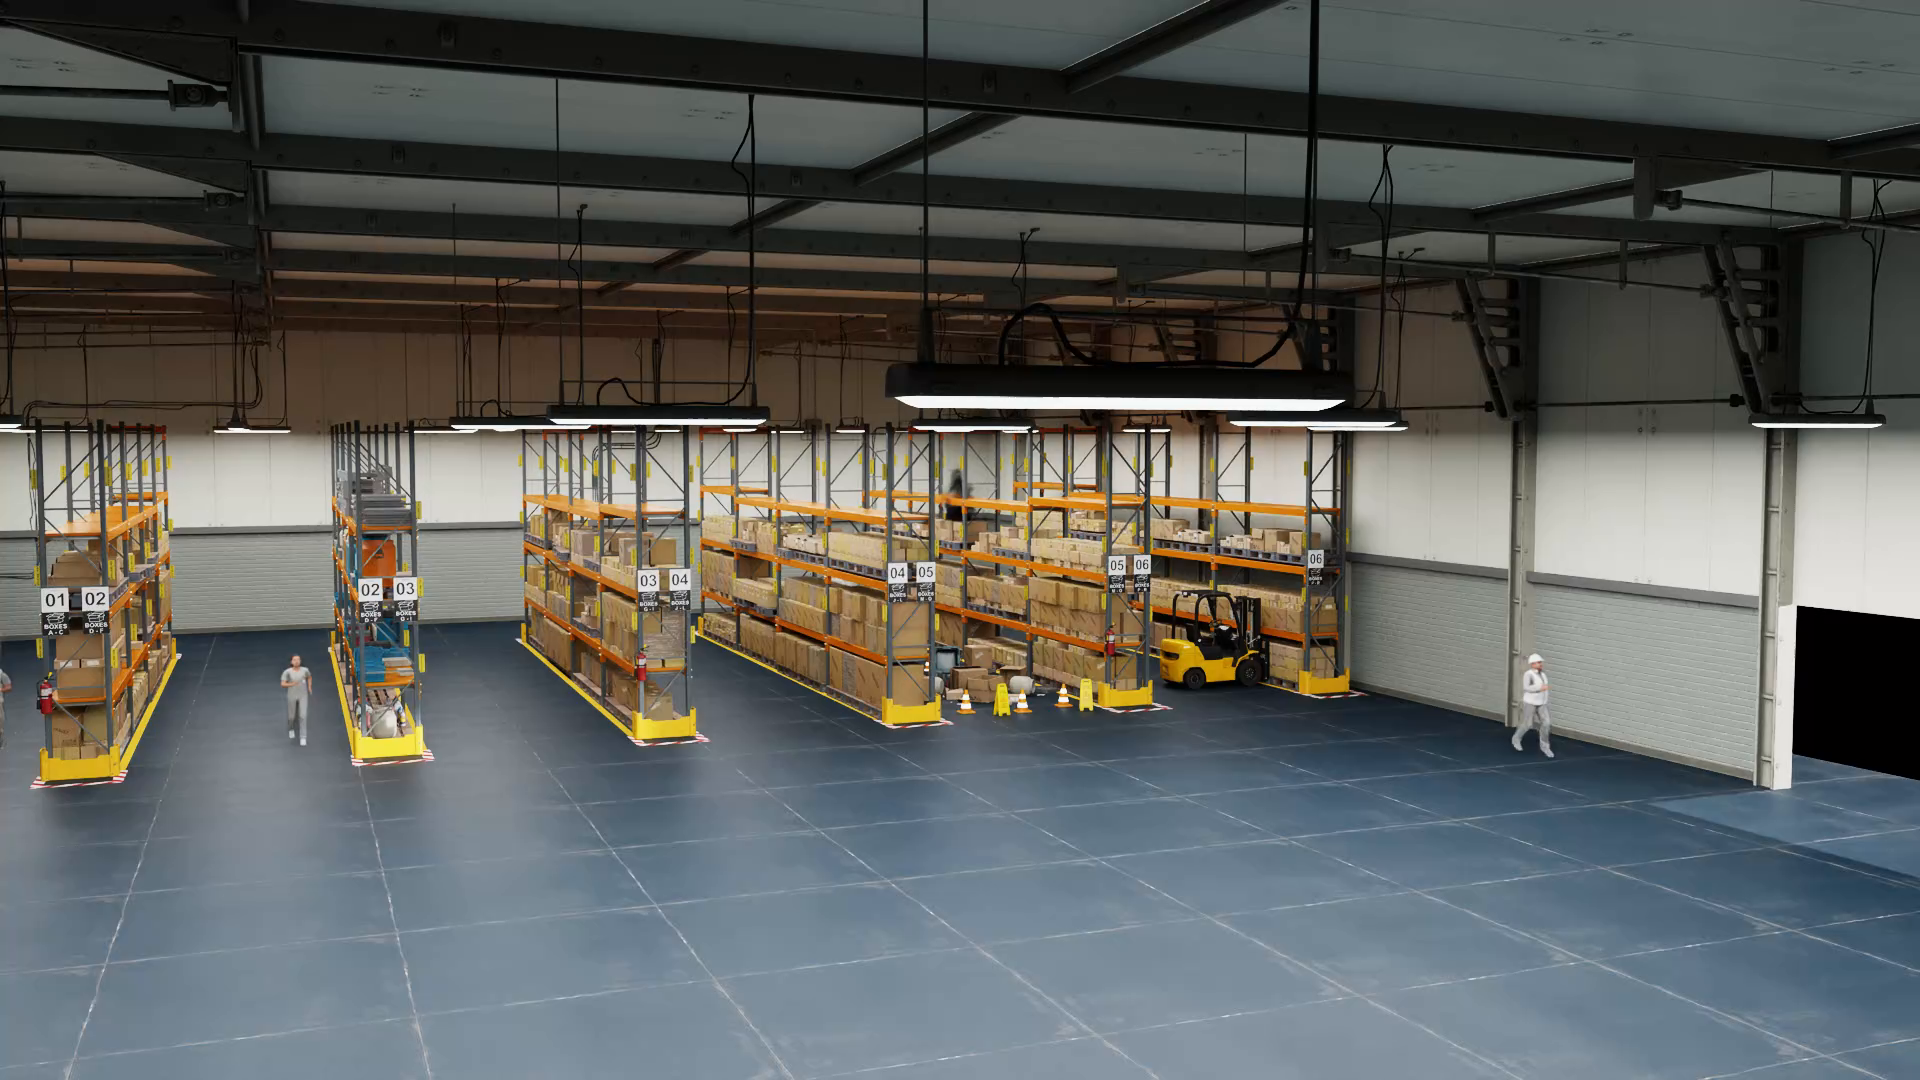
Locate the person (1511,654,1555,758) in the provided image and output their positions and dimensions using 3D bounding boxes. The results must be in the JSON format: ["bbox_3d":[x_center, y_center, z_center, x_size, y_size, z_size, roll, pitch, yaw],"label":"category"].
[{"bbox_3d":[10.306,2.956,29.895,0.658,1.828,0.829,-2,4,-29],"label":"person"}]

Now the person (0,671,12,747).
[{"bbox_3d":[-17.300,2.942,29.695,0.661,1.770,0.984,-2,4,-27],"label":"person"}]

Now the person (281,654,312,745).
[{"bbox_3d":[-12.312,2.933,30.893,0.565,1.652,0.970,-2,4,-29],"label":"person"}]

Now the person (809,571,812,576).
[{"bbox_3d":[-4.463,1.732,50.758,0.732,1.680,0.557,-2,4,-23],"label":"person"}]
